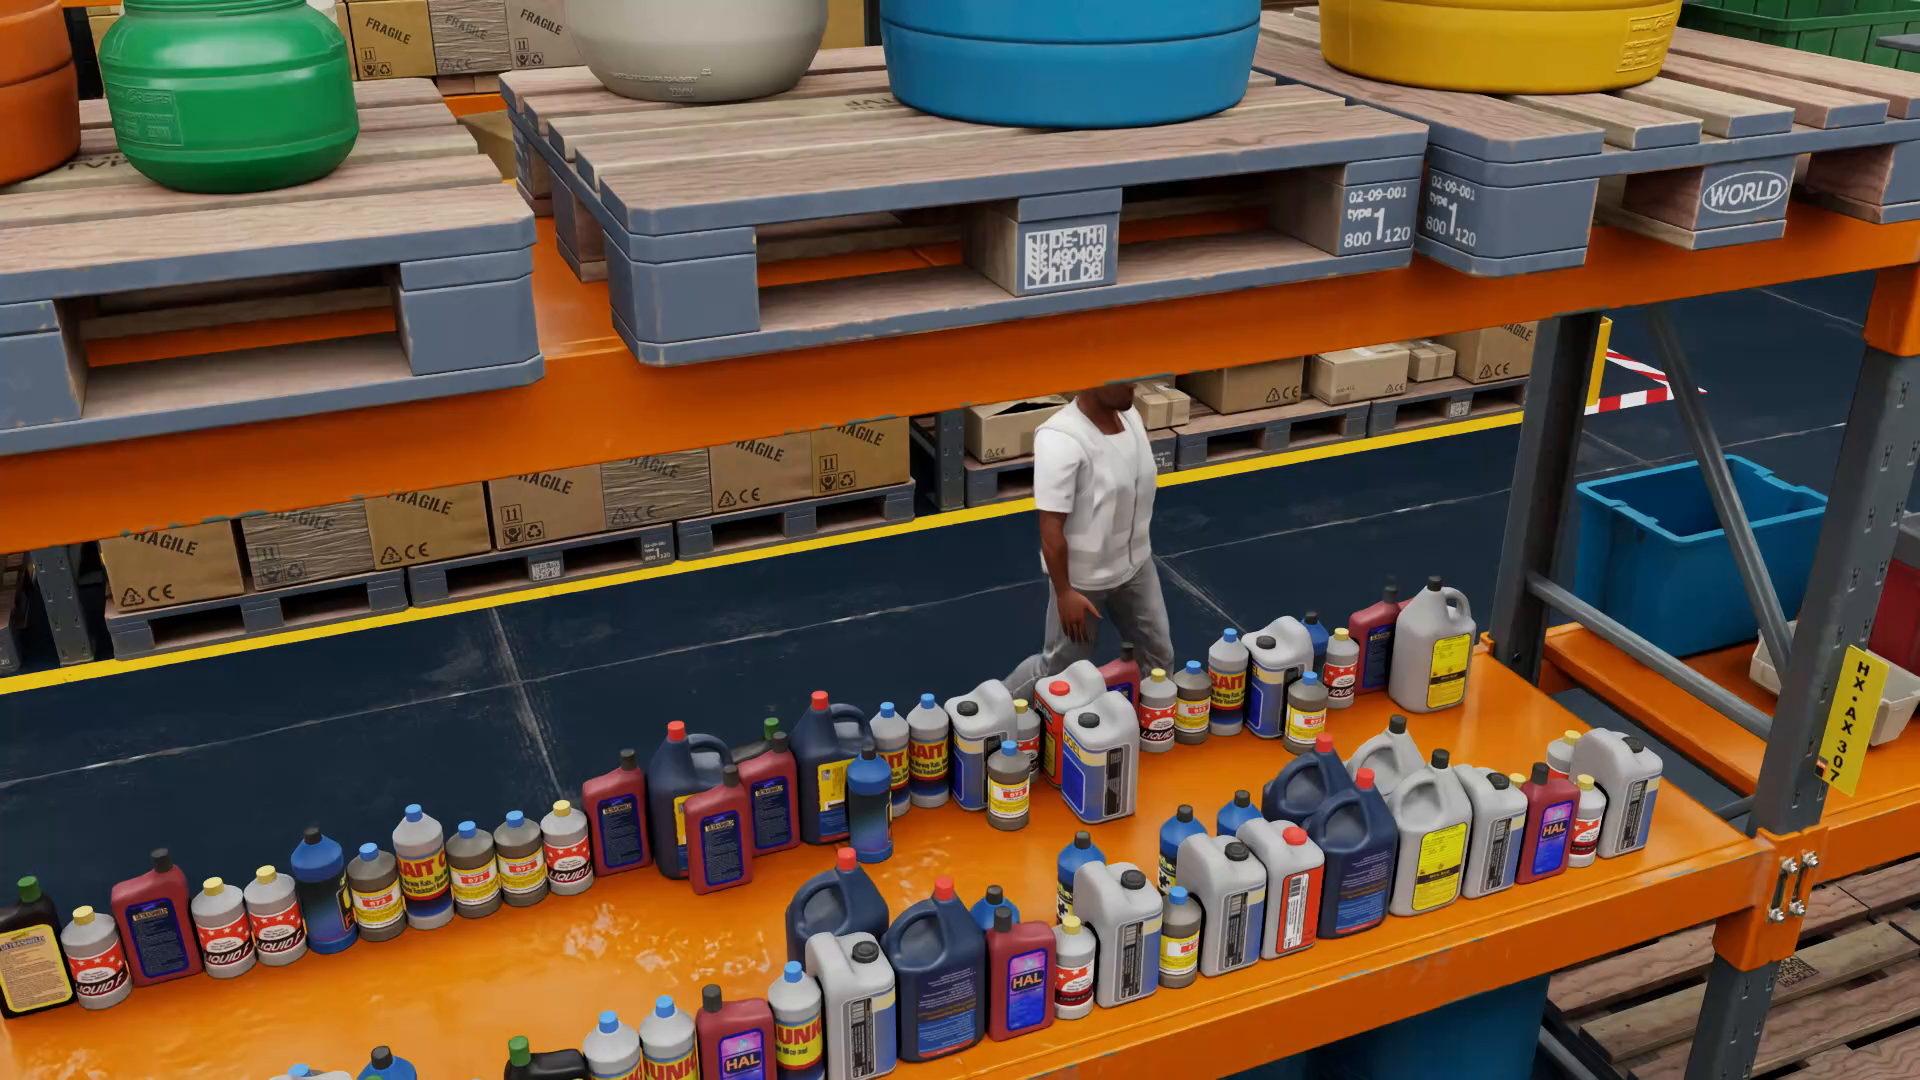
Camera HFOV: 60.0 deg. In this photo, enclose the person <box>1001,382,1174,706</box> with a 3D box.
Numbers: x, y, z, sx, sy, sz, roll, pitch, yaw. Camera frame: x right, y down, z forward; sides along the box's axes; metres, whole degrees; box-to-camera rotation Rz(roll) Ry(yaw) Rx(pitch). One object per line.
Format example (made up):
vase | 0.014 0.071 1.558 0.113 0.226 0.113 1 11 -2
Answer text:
person | 0.506 0.094 5.899 0.943 1.734 0.598 22 33 38
